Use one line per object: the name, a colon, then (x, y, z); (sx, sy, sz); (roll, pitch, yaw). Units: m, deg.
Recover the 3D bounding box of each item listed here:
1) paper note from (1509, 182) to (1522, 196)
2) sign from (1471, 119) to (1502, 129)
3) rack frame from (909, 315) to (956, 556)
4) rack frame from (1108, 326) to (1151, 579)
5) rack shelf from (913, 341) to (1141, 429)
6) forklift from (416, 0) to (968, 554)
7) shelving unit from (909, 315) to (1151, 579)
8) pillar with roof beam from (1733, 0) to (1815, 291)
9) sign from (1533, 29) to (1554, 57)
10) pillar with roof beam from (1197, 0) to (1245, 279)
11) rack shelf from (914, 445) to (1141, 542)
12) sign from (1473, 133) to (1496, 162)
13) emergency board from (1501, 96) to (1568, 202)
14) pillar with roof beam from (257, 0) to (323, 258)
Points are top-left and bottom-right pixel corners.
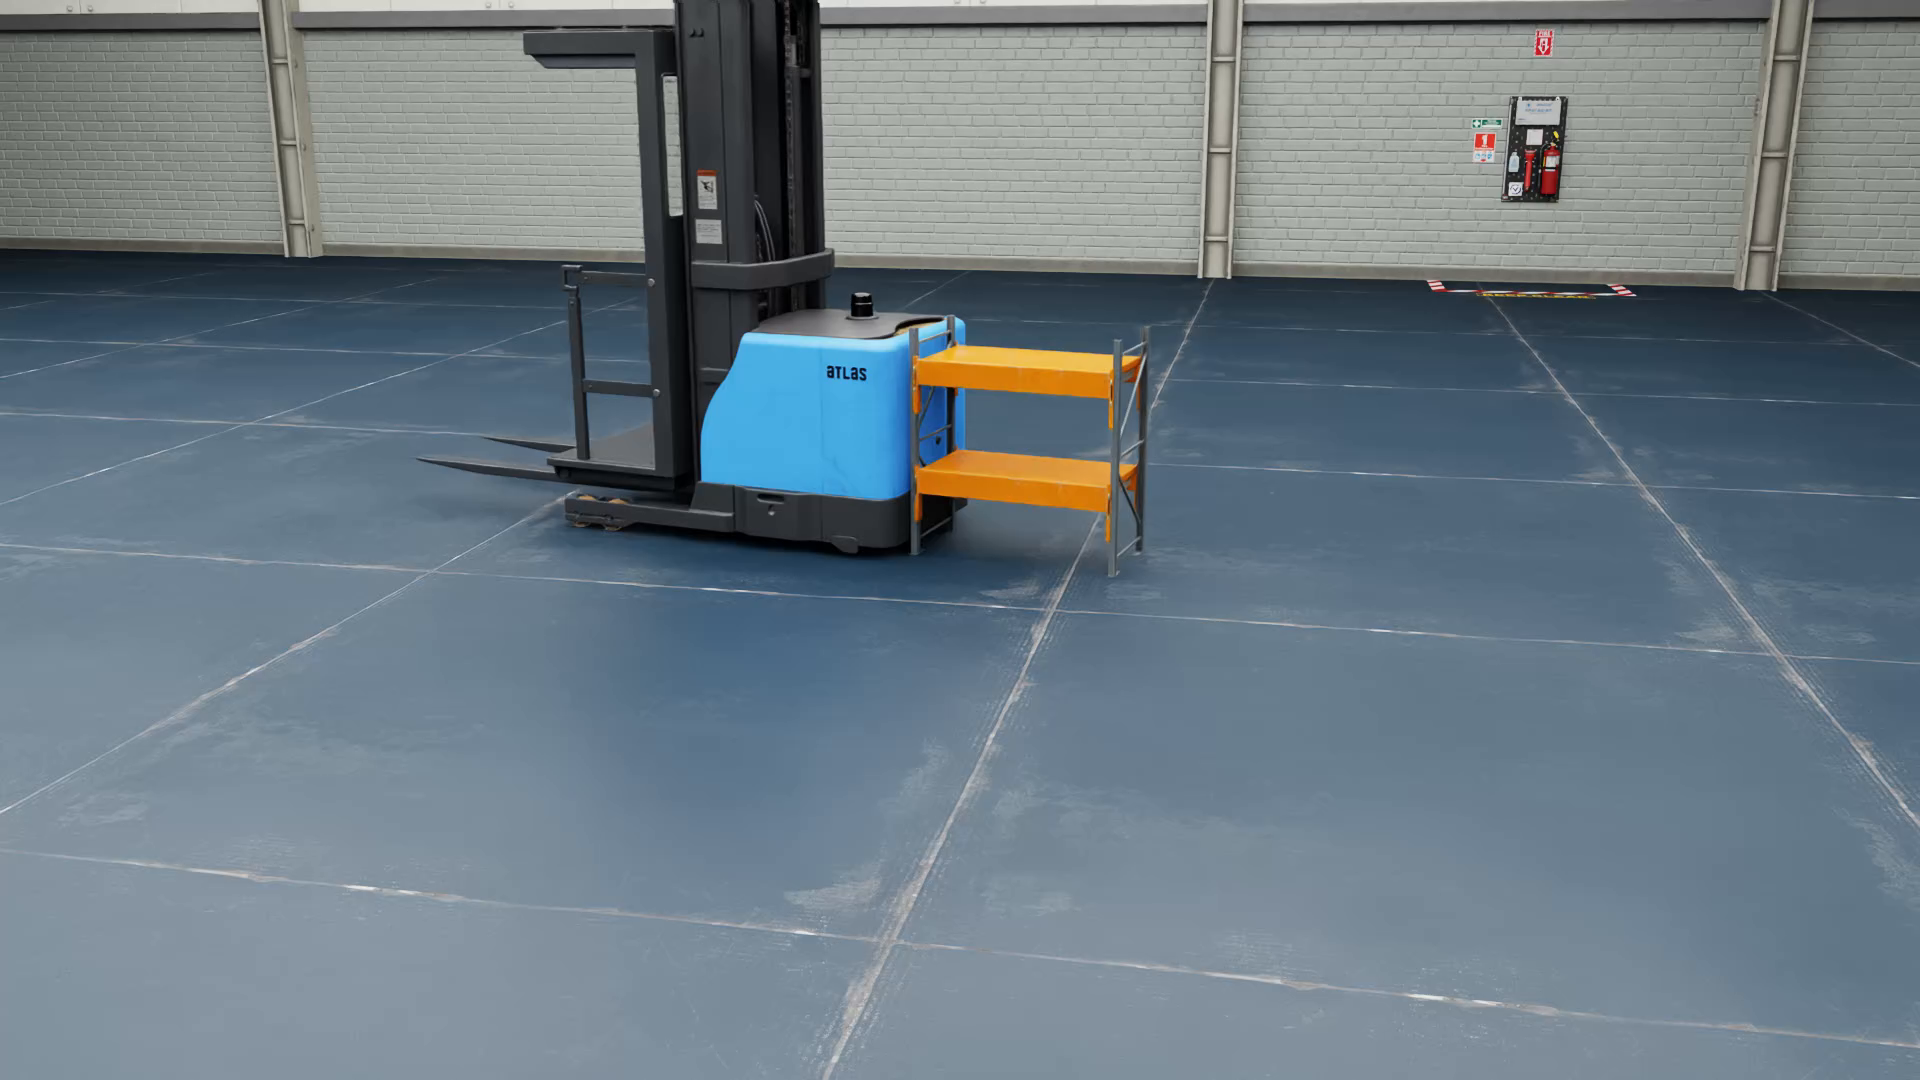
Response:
paper note: (6.347, -4.009, 18.995); (0.142, 0.148, 0.016); (3, 16, 11)
sign: (5.988, -4.732, 18.897); (0.331, 0.109, 0.001); (3, 16, 11)
rack frame: (-0.133, -0.527, 8.287); (0.032, 1.125, 0.500); (6, 17, 22)
rack frame: (0.807, -0.423, 7.913); (0.032, 1.125, 0.500); (6, 17, 22)
rack shelf: (0.337, -0.757, 8.022); (1.000, 0.278, 0.538); (6, 17, 22)
forklift: (-1.523, -1.580, 8.706); (3.031, 2.935, 1.130); (6, 17, 22)
shelving unit: (0.337, -0.475, 8.100); (1.048, 1.125, 0.538); (6, 17, 22)
pillar with roof beam: (8.063, -6.029, 13.401); (0.400, 9.000, 9.100); (3, 16, 11)
sign: (6.518, -5.549, 18.565); (0.199, 0.298, 0.001); (3, 16, 11)
pillar with roof beam: (2.183, -6.349, 14.554); (0.400, 9.000, 9.100); (3, 16, 11)
rack shelf: (0.337, -0.239, 8.165); (1.000, 0.278, 0.538); (6, 17, 22)
sign: (5.985, -4.479, 18.977); (0.234, 0.329, 0.001); (3, 16, 11)
emergency board: (6.506, -4.406, 18.778); (0.643, 1.169, 0.194); (3, 16, 11)
pillar with roof beam: (-9.576, -6.987, 16.858); (0.400, 9.000, 9.100); (3, 16, 11)
